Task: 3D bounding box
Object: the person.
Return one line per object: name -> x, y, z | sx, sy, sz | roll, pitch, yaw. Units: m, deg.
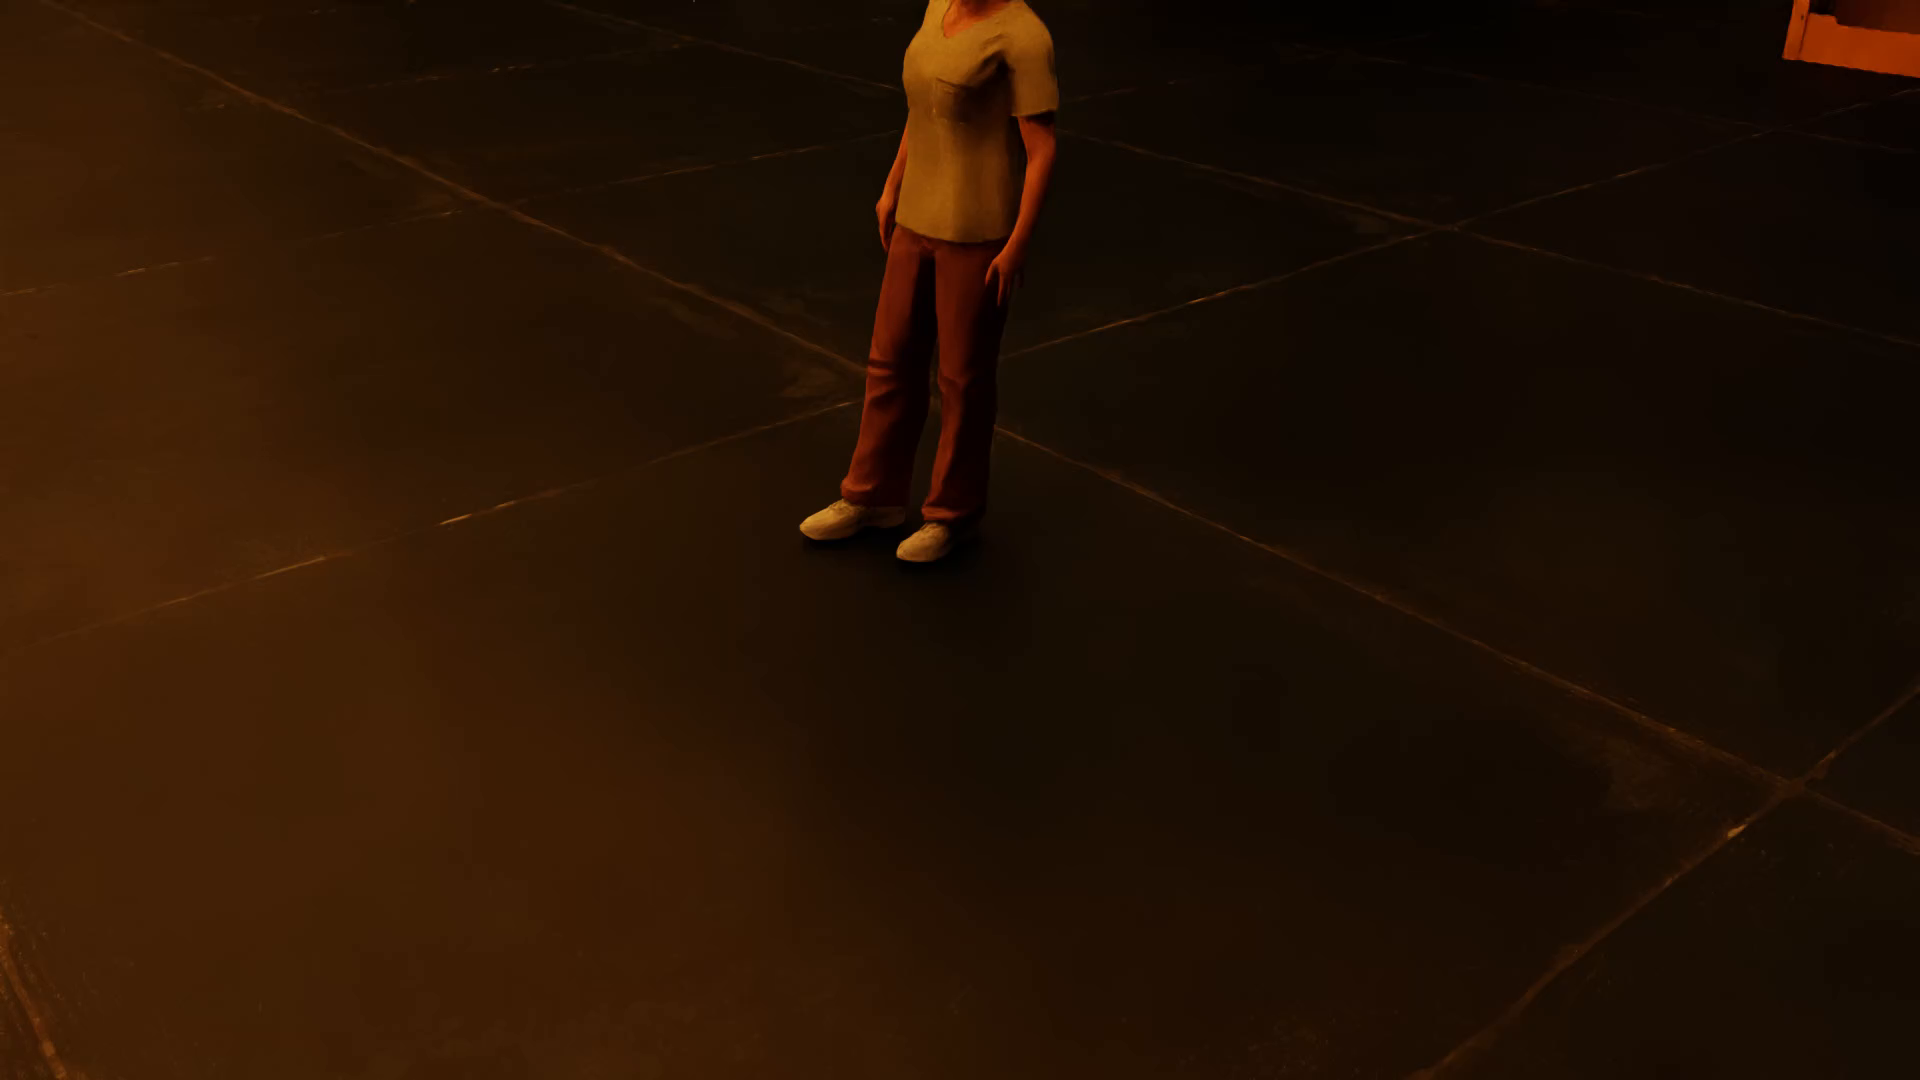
person -> -0.026, -0.670, 4.154 | 0.395, 1.362, 0.521 | -20, 33, -35
